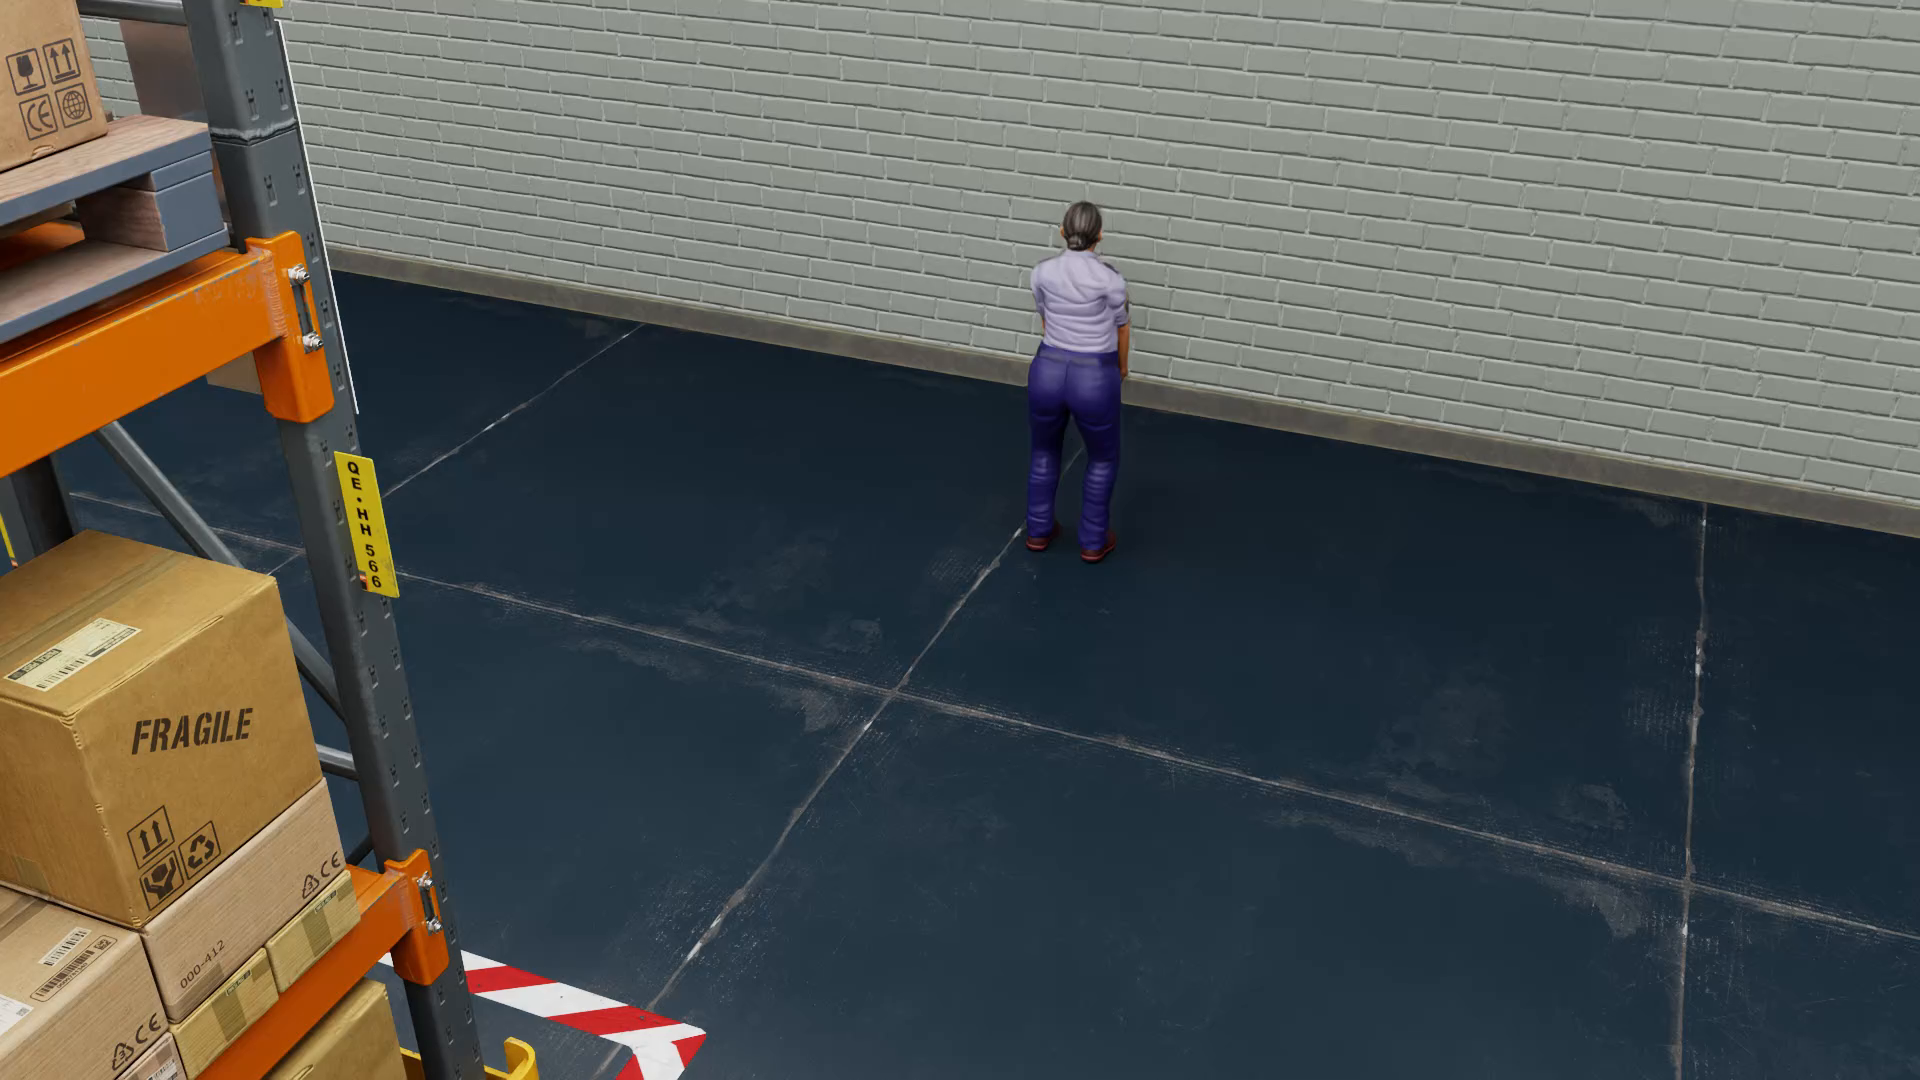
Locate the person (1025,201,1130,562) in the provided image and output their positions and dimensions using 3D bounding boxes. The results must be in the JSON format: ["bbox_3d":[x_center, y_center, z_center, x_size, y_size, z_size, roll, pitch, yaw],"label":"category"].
[{"bbox_3d":[0.530,-0.715,7.409,0.435,1.641,0.544,11,32,18],"label":"person"}]
